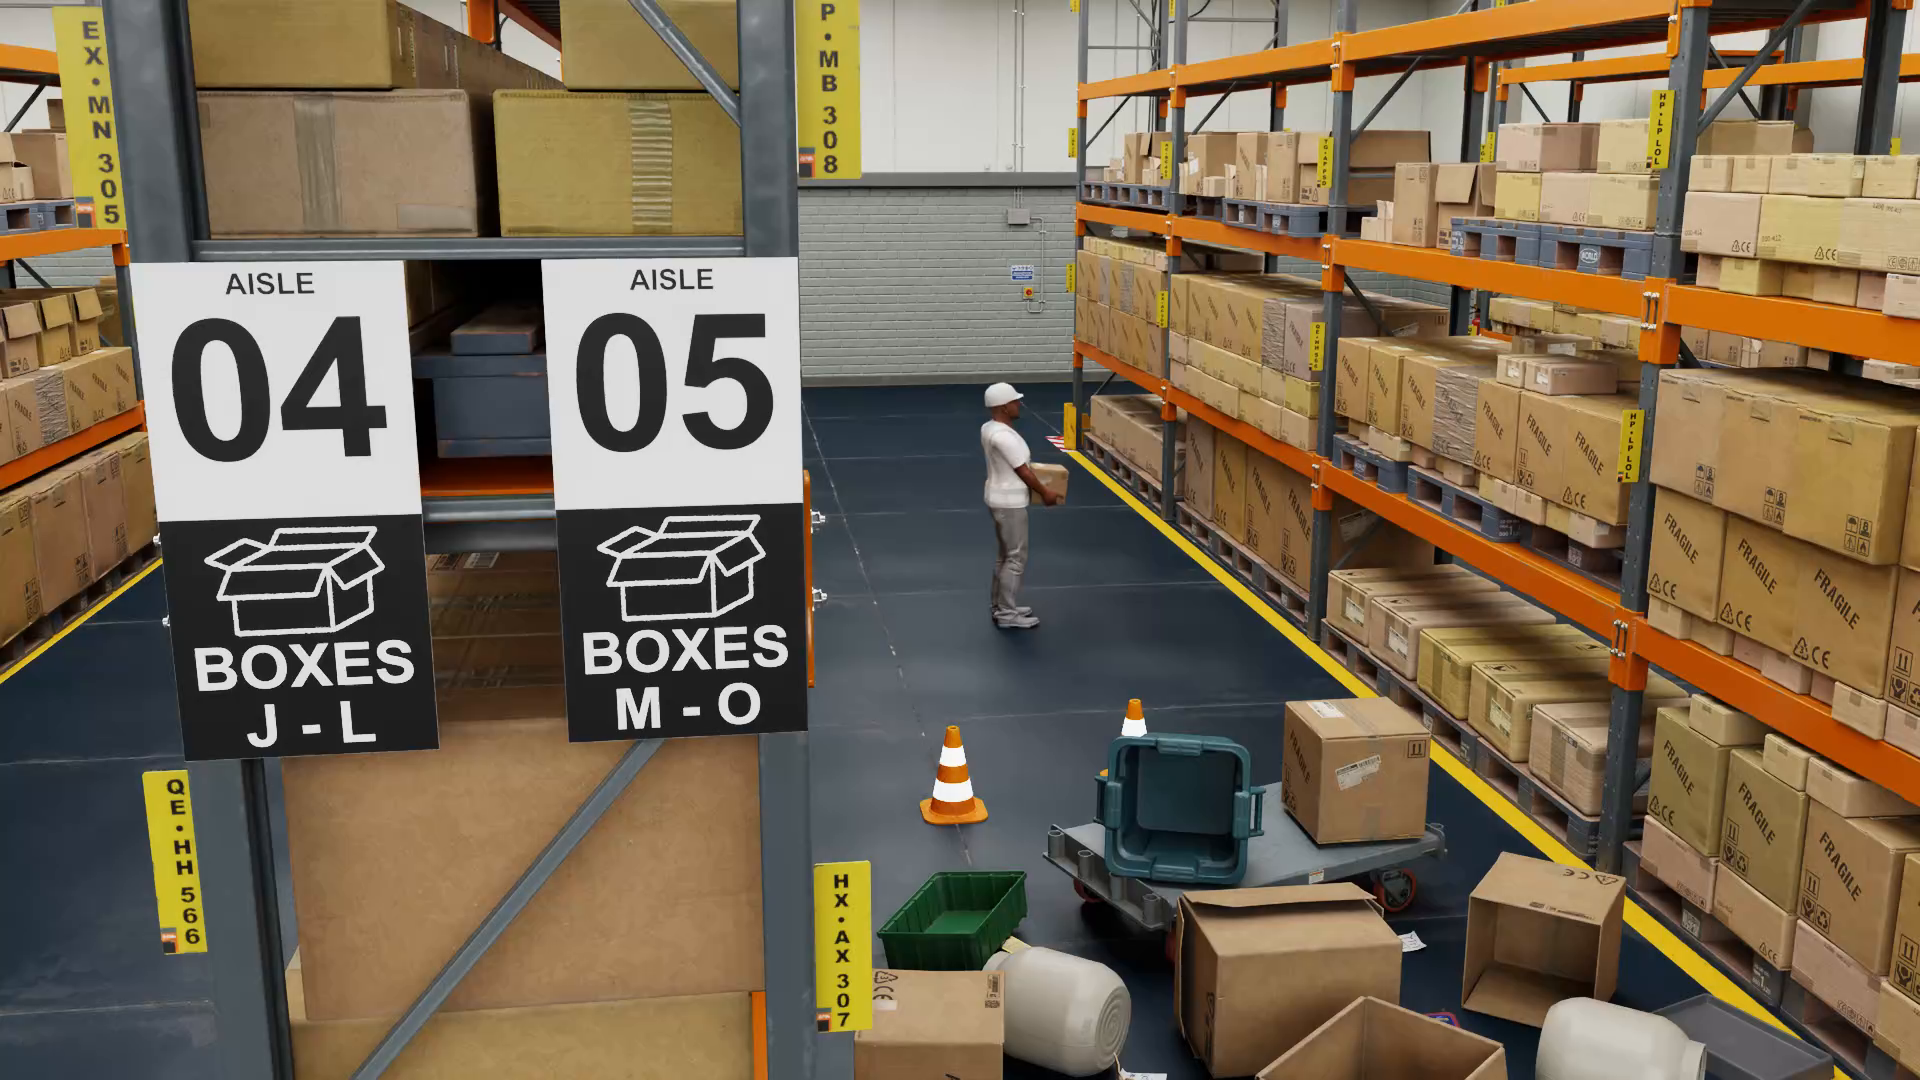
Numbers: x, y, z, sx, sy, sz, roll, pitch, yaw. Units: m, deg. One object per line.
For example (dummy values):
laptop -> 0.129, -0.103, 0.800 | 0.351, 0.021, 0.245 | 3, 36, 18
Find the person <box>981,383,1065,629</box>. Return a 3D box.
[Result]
person -> 0.448, -0.262, 12.066 | 0.579, 1.765, 0.514 | -2, 13, -8
